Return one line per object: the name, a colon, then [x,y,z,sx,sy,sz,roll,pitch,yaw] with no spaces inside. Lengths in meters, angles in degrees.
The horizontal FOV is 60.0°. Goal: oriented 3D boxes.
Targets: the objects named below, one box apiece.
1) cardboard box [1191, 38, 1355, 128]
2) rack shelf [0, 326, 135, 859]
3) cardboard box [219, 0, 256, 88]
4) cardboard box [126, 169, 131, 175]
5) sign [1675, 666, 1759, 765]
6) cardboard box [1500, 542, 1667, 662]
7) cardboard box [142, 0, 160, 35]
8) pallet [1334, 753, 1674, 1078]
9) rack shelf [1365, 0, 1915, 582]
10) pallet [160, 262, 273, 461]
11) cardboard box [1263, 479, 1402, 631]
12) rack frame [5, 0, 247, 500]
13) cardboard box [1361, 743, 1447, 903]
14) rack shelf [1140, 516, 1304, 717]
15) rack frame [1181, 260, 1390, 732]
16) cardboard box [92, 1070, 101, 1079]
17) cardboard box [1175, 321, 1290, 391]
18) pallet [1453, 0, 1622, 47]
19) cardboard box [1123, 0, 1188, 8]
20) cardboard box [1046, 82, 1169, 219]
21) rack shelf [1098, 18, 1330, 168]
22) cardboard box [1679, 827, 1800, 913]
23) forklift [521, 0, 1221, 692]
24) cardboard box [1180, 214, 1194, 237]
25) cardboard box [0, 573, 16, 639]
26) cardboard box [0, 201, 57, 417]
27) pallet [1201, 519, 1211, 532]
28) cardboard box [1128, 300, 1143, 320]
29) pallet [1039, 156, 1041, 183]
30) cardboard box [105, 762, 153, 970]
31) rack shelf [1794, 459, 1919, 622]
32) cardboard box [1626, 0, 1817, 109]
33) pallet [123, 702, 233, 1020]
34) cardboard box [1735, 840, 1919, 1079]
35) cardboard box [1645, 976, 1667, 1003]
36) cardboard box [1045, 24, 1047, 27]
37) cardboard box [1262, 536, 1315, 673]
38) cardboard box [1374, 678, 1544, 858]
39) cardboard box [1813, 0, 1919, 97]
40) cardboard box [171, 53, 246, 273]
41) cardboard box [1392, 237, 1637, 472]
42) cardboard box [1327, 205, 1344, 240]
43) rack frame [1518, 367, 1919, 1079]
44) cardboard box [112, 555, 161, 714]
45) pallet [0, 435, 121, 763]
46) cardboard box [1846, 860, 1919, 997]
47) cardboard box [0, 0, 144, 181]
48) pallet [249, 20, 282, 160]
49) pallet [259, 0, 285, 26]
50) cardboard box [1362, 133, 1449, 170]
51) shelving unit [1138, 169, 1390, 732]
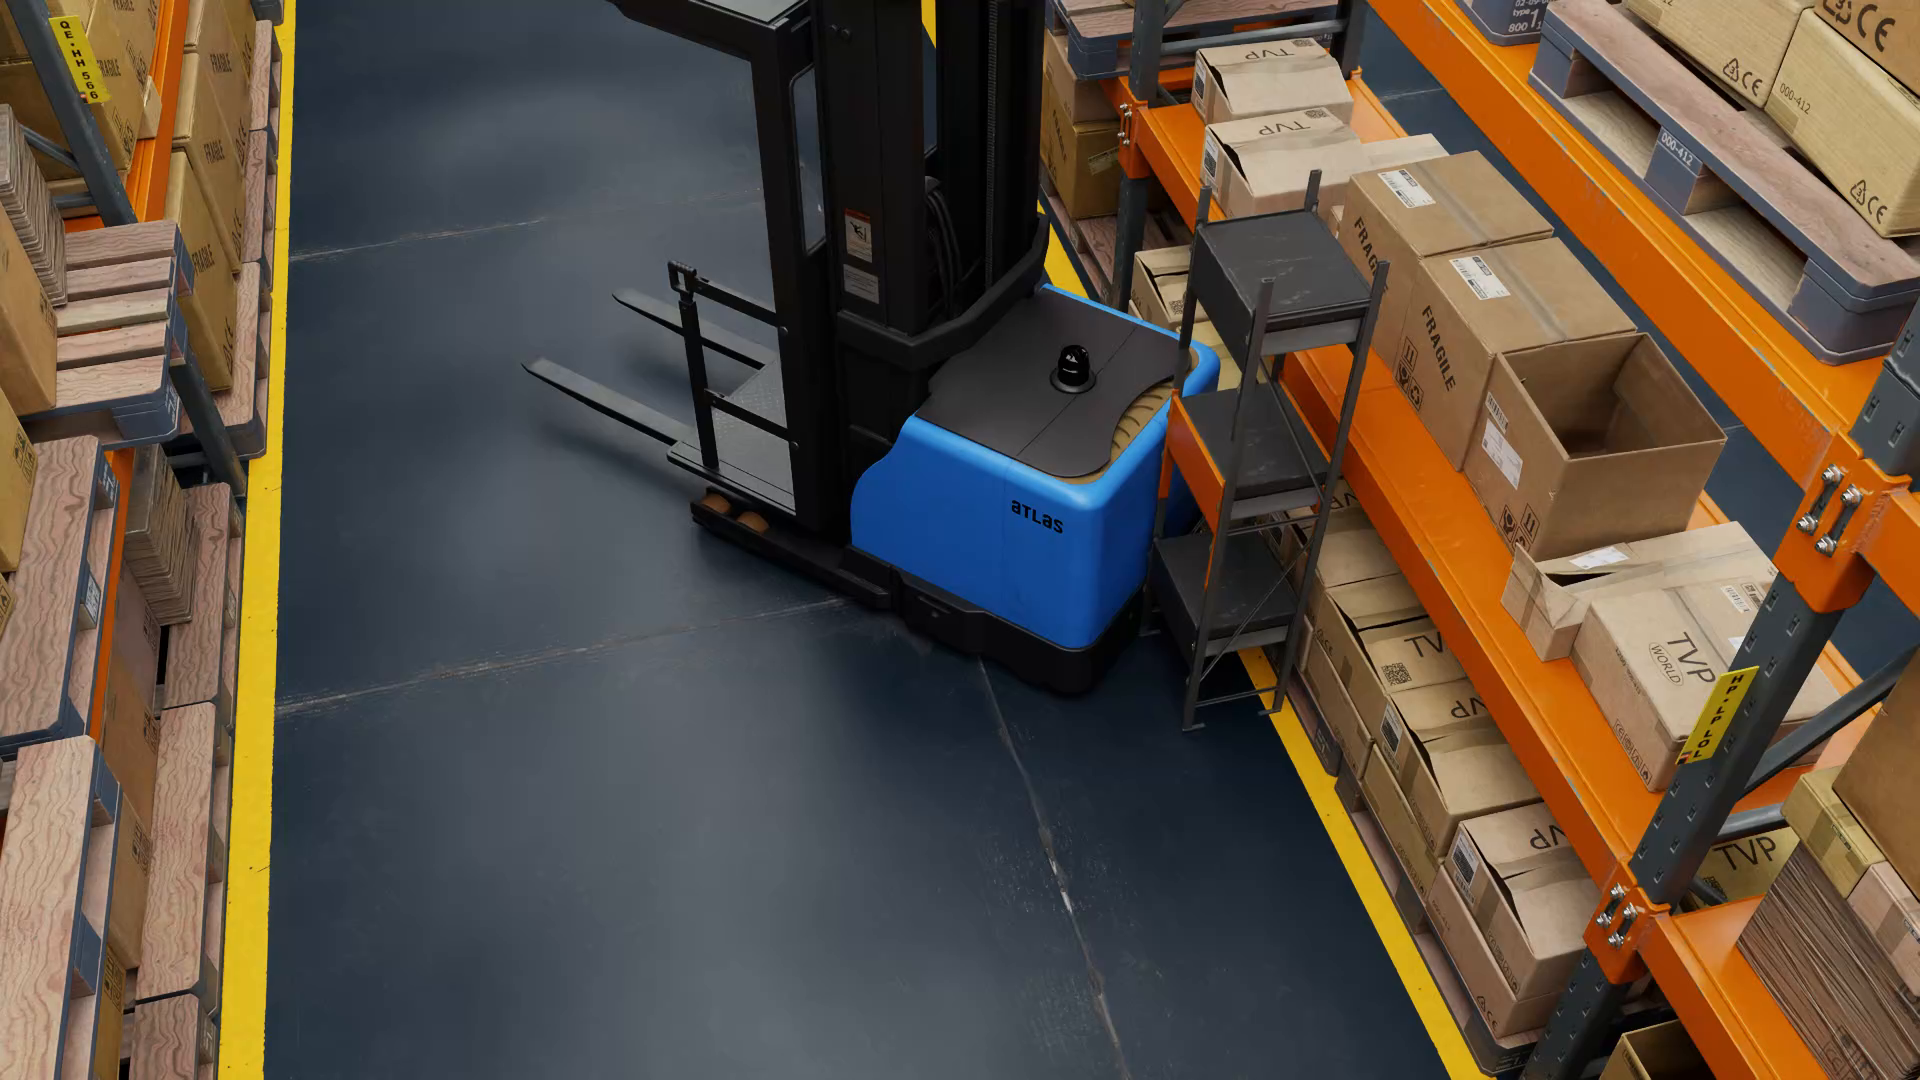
cardboard box: [1.259,-1.800,6.727,0.500,0.311,0.500,-8,46,-8]
rack shelf: [-3.068,0.450,4.963,1.077,0.370,4.000,-11,47,-10]
cardboard box: [-4.312,-2.914,8.967,0.750,0.750,0.750,-10,46,-10]
cardboard box: [-3.496,-1.547,6.578,0.380,0.149,0.250,-10,46,-10]
sign: [1.710,0.399,3.754,0.100,0.325,0.005,-11,47,-10]
cardboard box: [1.829,0.145,4.853,0.396,0.266,0.258,-12,47,-11]
cardboard box: [-3.708,-2.417,6.977,0.500,0.500,0.500,-11,47,-10]
pallet: [2.005,1.145,5.730,1.003,0.211,1.213,-11,47,-10]
rack shelf: [1.720,-1.508,4.782,1.077,0.370,4.000,-11,47,-10]
pallet: [-3.709,-0.764,7.602,1.003,0.211,1.213,-11,47,-10]
cardboard box: [1.461,0.012,6.127,0.500,0.311,0.500,-11,47,-11]
rack frame: [-3.580,-1.182,6.059,1.000,3.000,0.127,-11,47,-10]
cardboard box: [1.717,0.903,5.646,0.500,0.250,0.500,-11,47,-11]
rack shelf: [0.973,0.282,6.246,0.431,0.518,0.480,-10,47,-11]
rack frame: [1.047,-0.047,5.572,0.400,2.100,0.015,-10,47,-11]
cardboard box: [-2.761,1.795,4.584,0.700,0.500,0.500,-9,46,-9]
cardboard box: [1.200,-0.695,6.820,0.500,0.311,0.500,-12,47,-11]
pallet: [1.757,-1.851,4.746,1.003,0.211,1.213,-9,46,-8]
cardboard box: [0.937,-2.687,7.170,0.700,0.500,0.500,-26,51,-23]
cardboard box: [0.741,-1.973,8.276,0.500,0.500,0.500,-9,46,-9]
rack shelf: [0.696,-3.220,8.560,1.077,0.370,4.000,-11,47,-10]
cardboard box: [2.367,0.959,5.199,0.500,0.311,0.500,-11,47,-10]
forklift: [-0.525,-1.271,6.194,3.031,2.935,1.130,25,51,23]
cardboard box: [1.367,-1.736,8.044,0.500,0.500,0.500,-9,46,-9]
cardboard box: [-2.988,0.197,4.330,0.700,0.500,0.500,-5,46,-5]
cardboard box: [-3.281,-0.668,5.177,0.700,0.500,0.500,-15,47,-14]
pallet: [1.381,-0.539,7.381,1.003,0.211,1.213,-11,47,-10]
cardboard box: [1.058,-0.860,7.375,0.500,0.250,0.500,-11,47,-10]
pallet: [0.744,-2.478,9.281,1.003,0.211,1.213,-11,47,-10]
cardboard box: [-3.033,1.088,5.277,0.700,0.500,0.500,-10,46,-10]
rack shelf: [2.744,1.254,2.075,1.077,0.370,4.000,-11,47,-10]
cardboard box: [1.940,-1.279,3.865,0.500,0.250,0.500,-15,47,-14]
pallet: [-3.073,1.174,5.702,1.003,0.211,1.213,-11,47,-10]
cardboard box: [2.351,0.941,3.908,0.700,0.500,0.500,-12,47,-11]
cardboard box: [2.368,1.163,5.392,0.500,0.250,0.500,-12,47,-11]
cardboard box: [0.469,-2.691,8.980,0.500,0.500,0.500,-12,47,-12]
cardboard box: [1.457,0.199,6.337,0.500,0.250,0.500,-10,46,-10]
cardboard box: [1.712,0.705,5.448,0.500,0.311,0.500,-10,46,-9]
cardboard box: [2.112,-1.169,3.232,0.500,0.500,0.500,-10,46,-10]
cardboard box: [-3.860,-1.715,7.792,0.750,0.750,0.750,-11,47,-11]
cardboard box: [1.788,-0.607,5.425,0.500,0.500,0.500,-11,47,-10]
cardboard box: [1.589,-1.133,6.186,0.380,0.149,0.250,-8,46,-7]
rack frame: [2.232,0.671,4.243,1.000,3.000,0.127,-11,47,-10]
cardboard box: [-3.326,0.403,5.948,0.700,0.500,0.500,-11,47,-10]
pallet: [-3.034,0.244,4.796,1.003,0.211,1.213,-11,47,-10]
cardboard box: [2.178,0.803,3.589,0.380,0.149,0.250,-10,46,-10]
cardboard box: [-3.457,-1.711,6.285,0.500,0.500,0.500,-9,46,-9]
pallet: [-4.334,-2.449,9.253,1.003,0.211,1.213,-11,47,-10]
pallet: [-4.723,-3.507,10.290,1.003,0.211,1.213,-11,47,-10]
cardboard box: [1.705,-1.432,6.480,0.380,0.149,0.250,-11,47,-10]
shelving unit: [0.983,-0.216,5.735,0.431,2.100,0.503,-10,47,-11]
